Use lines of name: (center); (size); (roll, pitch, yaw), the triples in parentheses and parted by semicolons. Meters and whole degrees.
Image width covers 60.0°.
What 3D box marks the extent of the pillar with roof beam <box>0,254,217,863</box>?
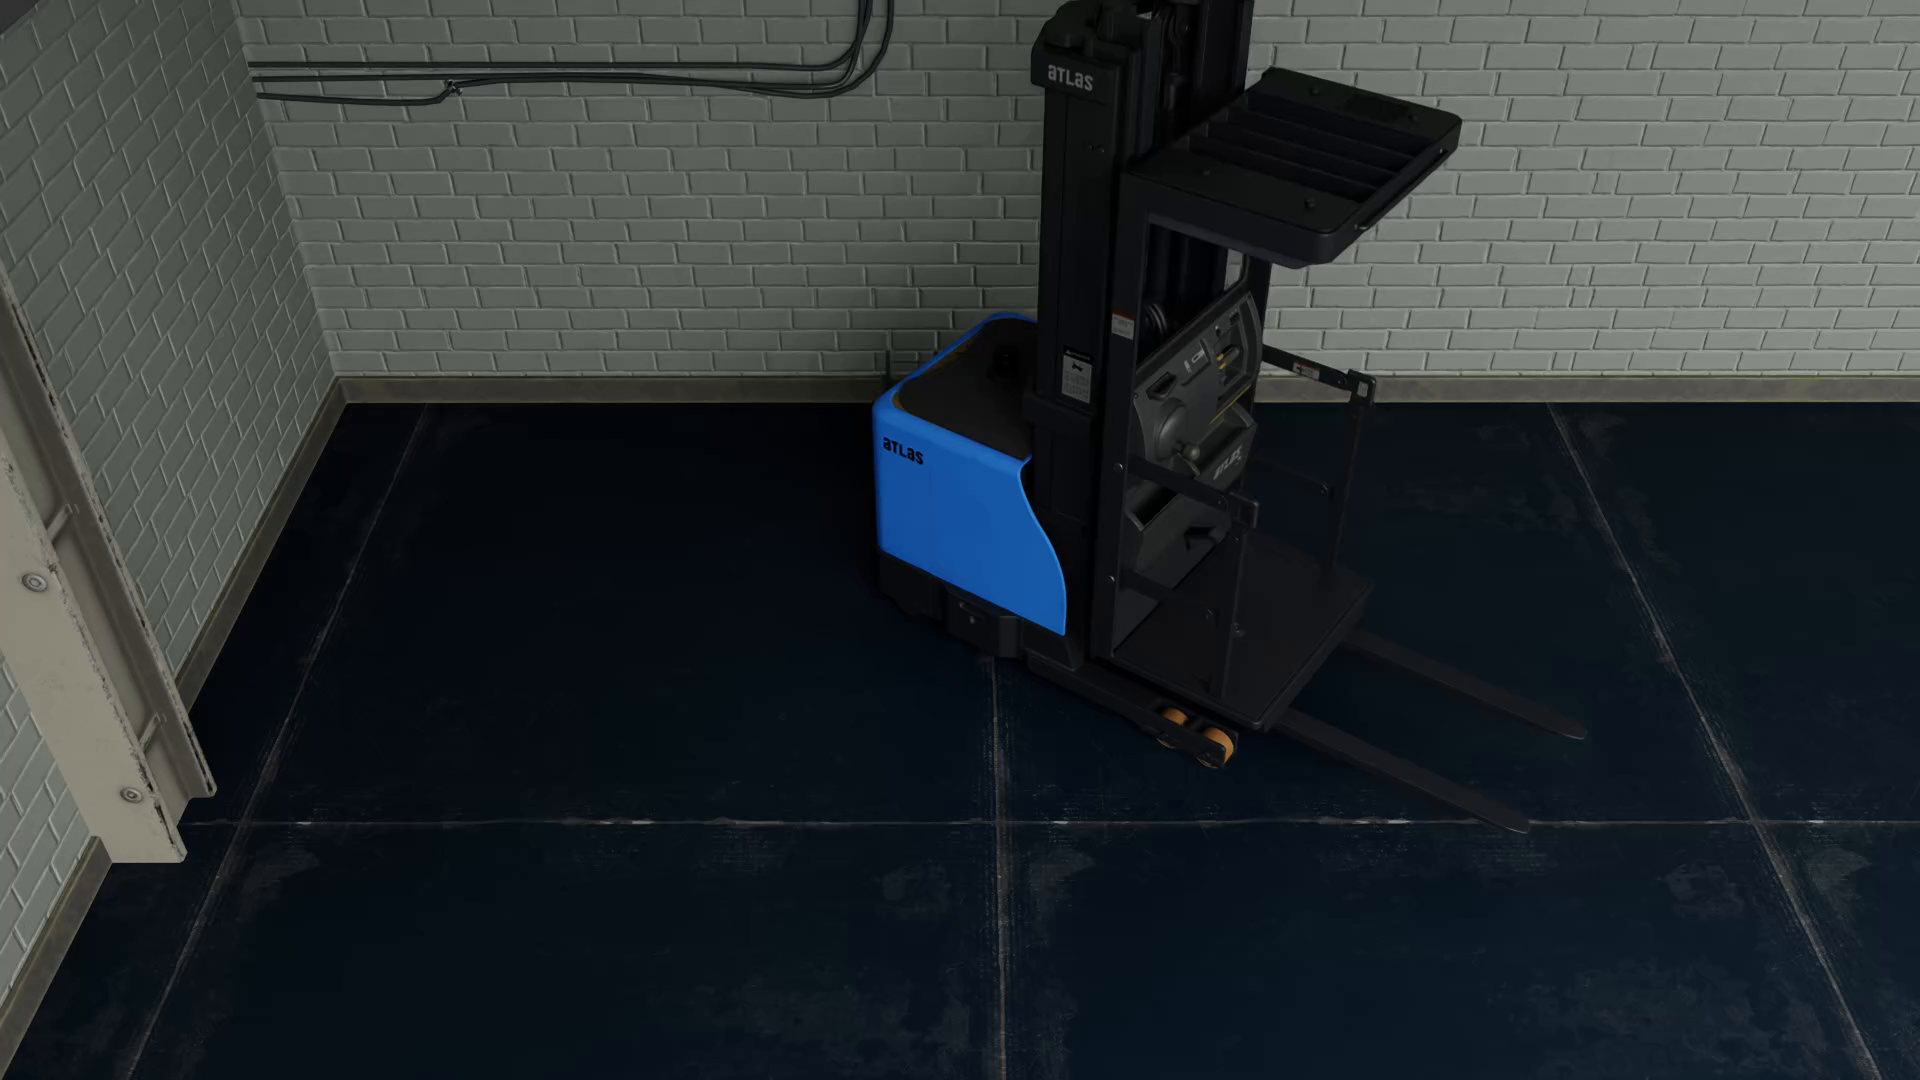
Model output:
pillar with roof beam: (1.140, -2.391, 3.783); (9.100, 9.000, 0.400); (0, 39, 0)

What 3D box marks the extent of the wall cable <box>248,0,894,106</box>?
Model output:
wall cable: (-1.846, -3.019, 7.050); (3.097, 2.526, 0.112); (0, 39, 0)

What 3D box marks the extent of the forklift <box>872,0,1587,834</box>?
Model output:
forklift: (1.101, -0.588, 6.386); (3.031, 2.935, 1.130); (24, 45, 27)

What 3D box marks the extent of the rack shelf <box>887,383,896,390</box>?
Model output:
rack shelf: (-0.226, -0.639, 7.695); (0.258, 0.077, 0.200); (1, 39, 2)

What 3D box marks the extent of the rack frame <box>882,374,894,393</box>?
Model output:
rack frame: (-0.230, -0.391, 7.763); (0.240, 0.900, 0.006); (1, 39, 2)

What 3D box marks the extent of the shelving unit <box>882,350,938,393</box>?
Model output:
shelving unit: (-0.226, -0.454, 7.843); (0.258, 0.900, 0.210); (1, 39, 2)

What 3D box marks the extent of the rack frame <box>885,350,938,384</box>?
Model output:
rack frame: (-0.223, -0.518, 7.922); (0.240, 0.900, 0.006); (1, 39, 2)
